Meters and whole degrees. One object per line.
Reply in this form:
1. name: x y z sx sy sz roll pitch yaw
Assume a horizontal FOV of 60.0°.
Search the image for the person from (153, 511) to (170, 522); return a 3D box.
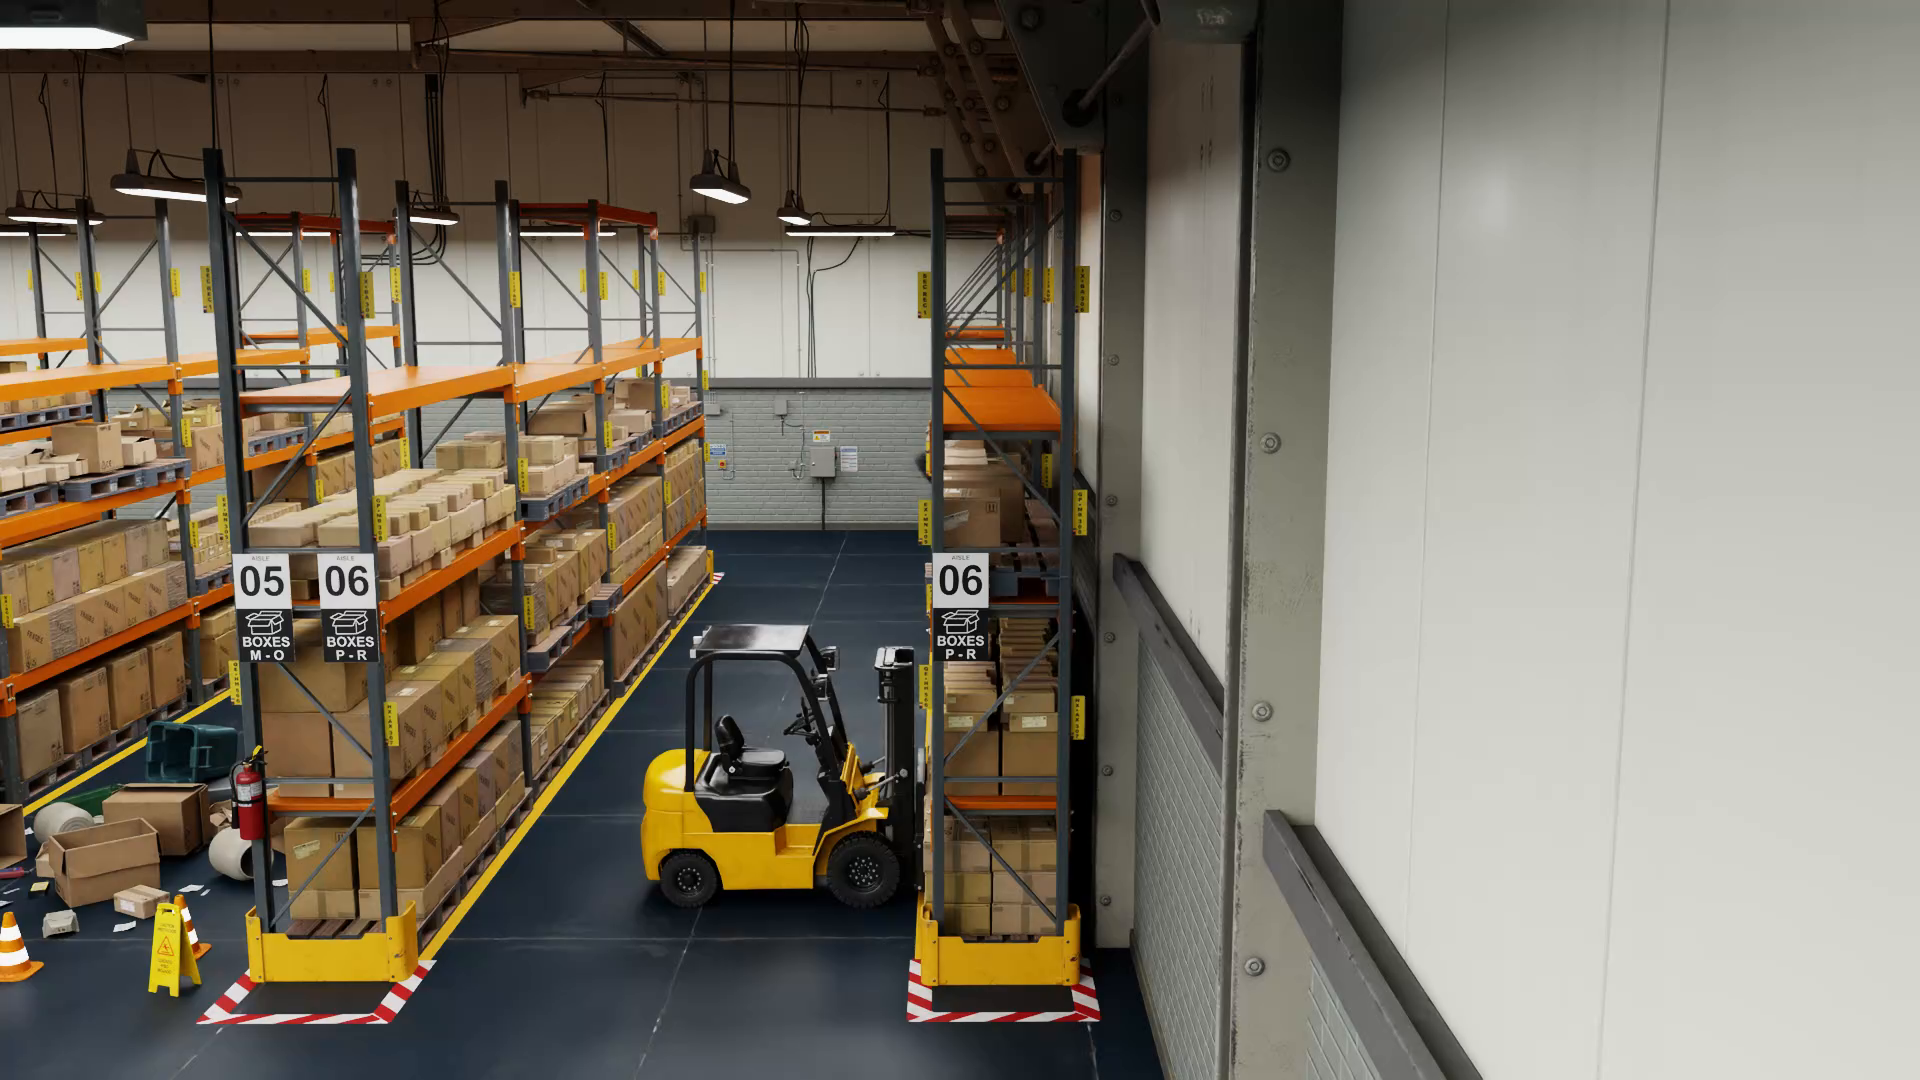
1. person: -11.583 0.438 24.253 0.677 1.741 0.671 -2 9 -13
